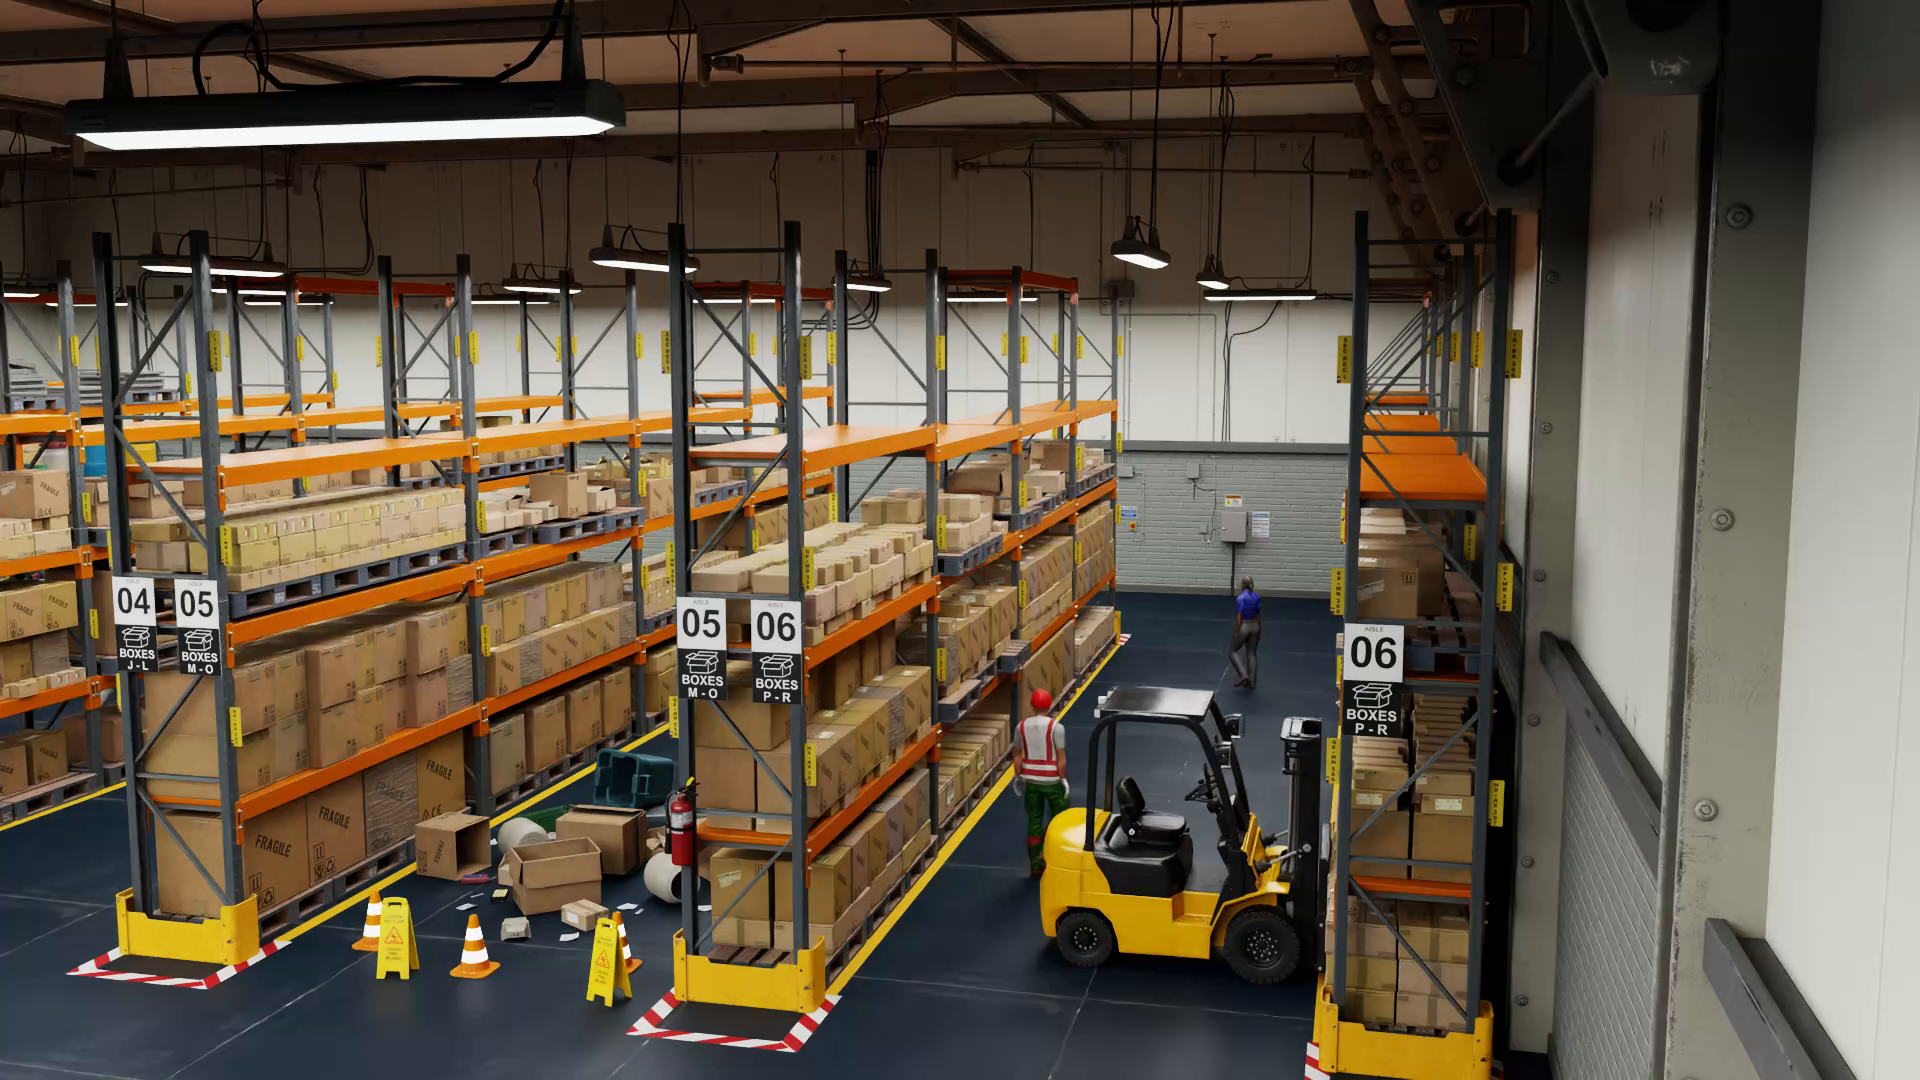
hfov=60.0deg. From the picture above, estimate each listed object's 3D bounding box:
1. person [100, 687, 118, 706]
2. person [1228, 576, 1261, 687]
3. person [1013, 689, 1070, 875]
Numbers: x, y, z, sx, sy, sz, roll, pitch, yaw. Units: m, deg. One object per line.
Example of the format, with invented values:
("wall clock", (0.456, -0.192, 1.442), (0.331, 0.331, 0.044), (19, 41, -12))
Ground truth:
("person", (-11.254, 1.669, 22.083), (0.542, 1.647, 0.630), (2, 7, 16))
("person", (4.242, 1.355, 24.551), (0.503, 1.657, 0.443), (-4, 8, -29))
("person", (0.770, 2.332, 16.023), (0.584, 1.780, 0.490), (3, 8, 24))
